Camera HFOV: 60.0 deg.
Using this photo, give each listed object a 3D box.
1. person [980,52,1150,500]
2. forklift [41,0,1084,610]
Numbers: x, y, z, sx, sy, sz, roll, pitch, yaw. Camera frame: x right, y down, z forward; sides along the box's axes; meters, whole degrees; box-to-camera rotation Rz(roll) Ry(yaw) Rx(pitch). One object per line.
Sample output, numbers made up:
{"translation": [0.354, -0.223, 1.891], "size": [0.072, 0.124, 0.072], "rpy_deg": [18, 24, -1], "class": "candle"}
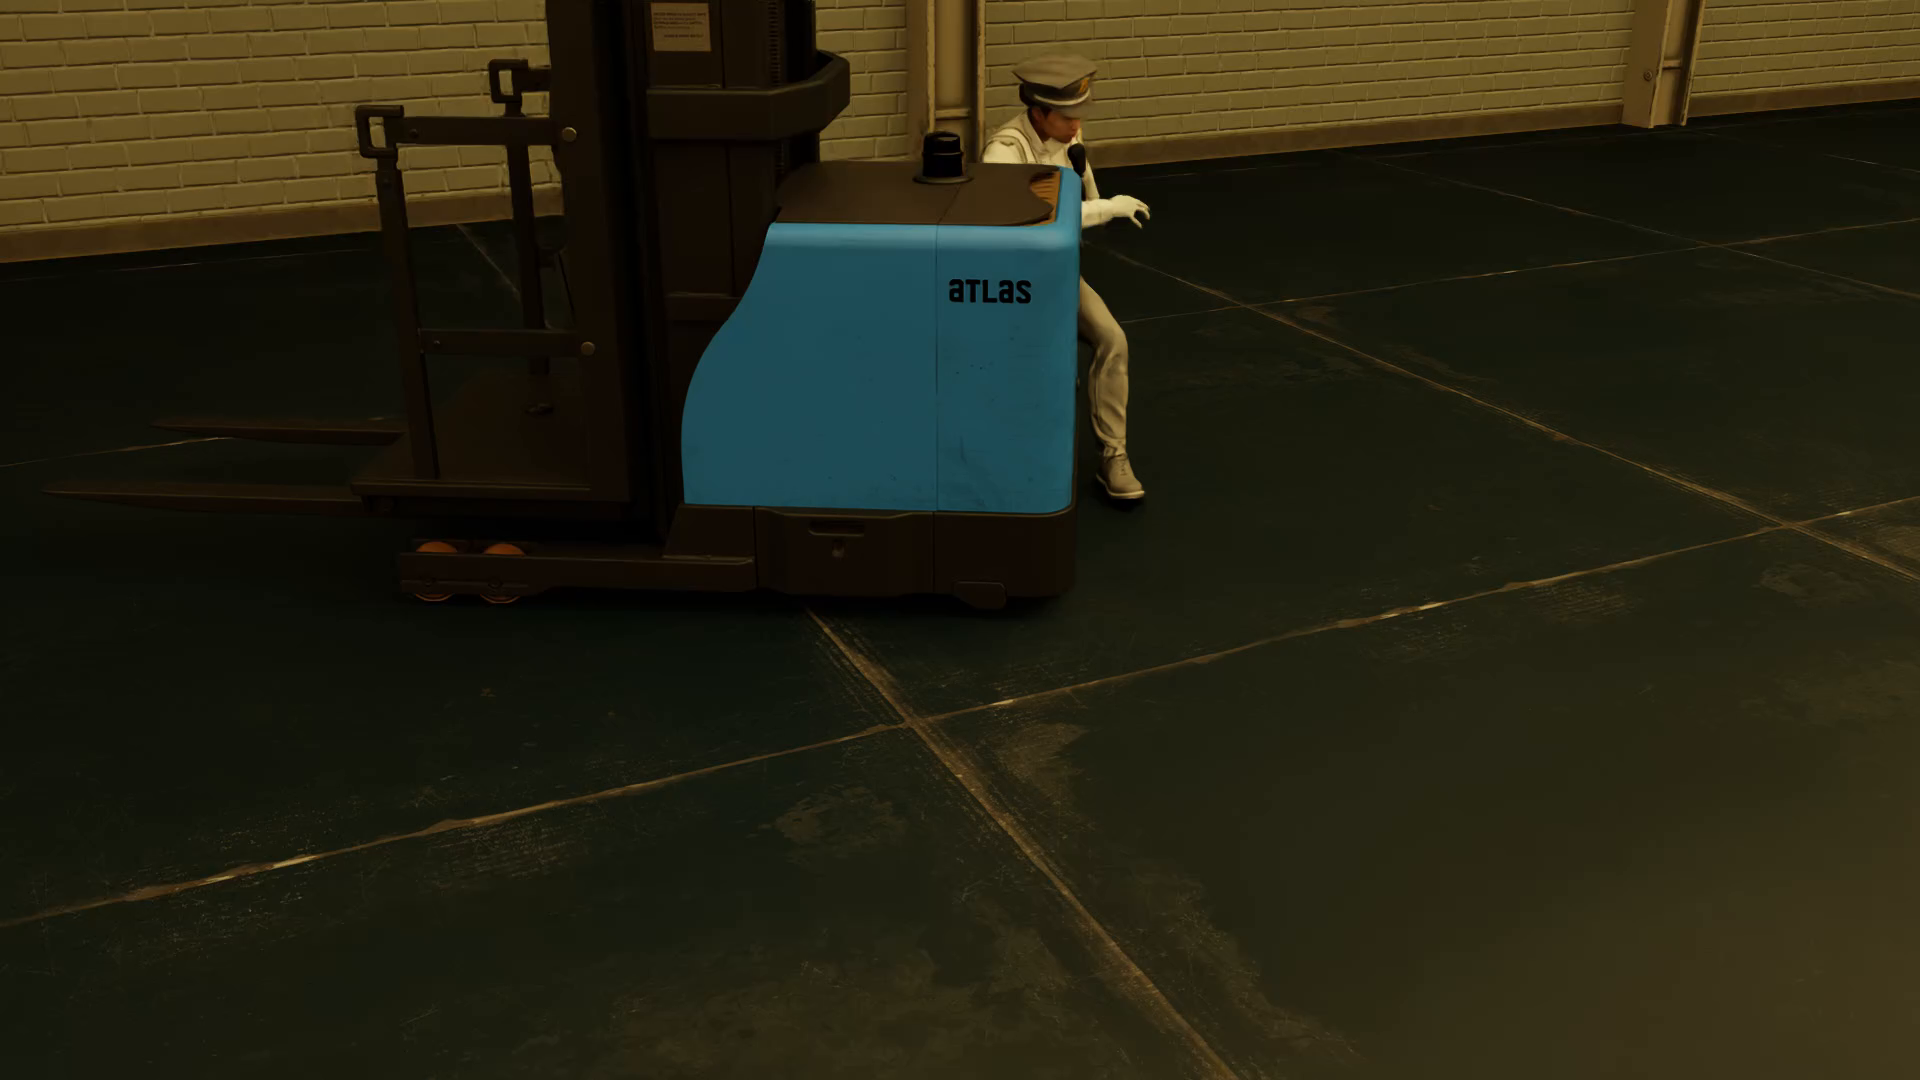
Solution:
{"translation": [0.438, -0.917, 5.518], "size": [0.995, 1.349, 0.896], "rpy_deg": [-20, 30, -40], "class": "person"}
{"translation": [-1.162, -1.373, 4.591], "size": [3.031, 2.935, 1.130], "rpy_deg": [2, 23, 4], "class": "forklift"}
